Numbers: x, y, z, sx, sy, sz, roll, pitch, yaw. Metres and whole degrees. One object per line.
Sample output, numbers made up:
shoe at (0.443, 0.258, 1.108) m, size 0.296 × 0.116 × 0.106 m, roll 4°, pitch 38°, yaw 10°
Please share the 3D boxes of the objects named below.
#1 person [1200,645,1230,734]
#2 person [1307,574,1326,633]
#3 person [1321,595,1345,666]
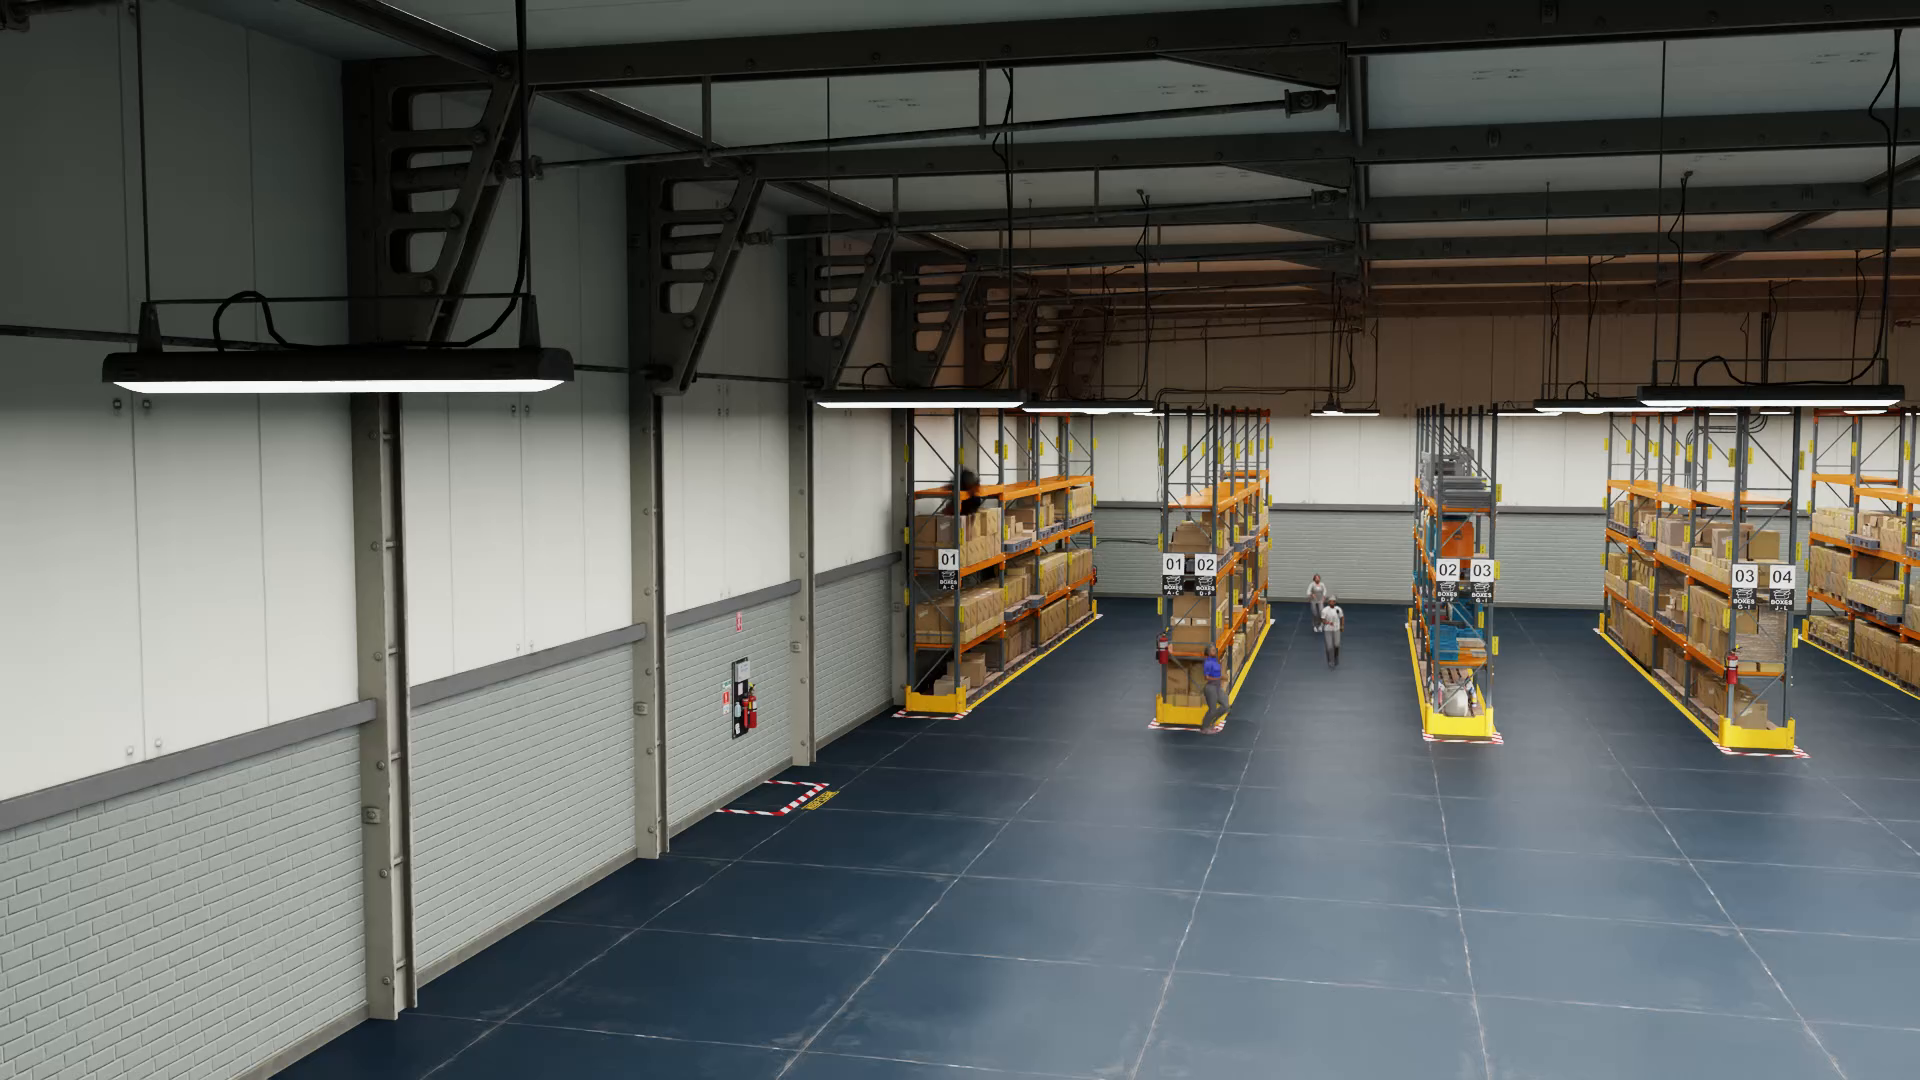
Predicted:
person at (4.586, 2.684, 29.747) m, size 0.582 × 1.619 × 0.562 m, roll 3°, pitch 5°, yaw 31°
person at (9.538, 1.693, 44.443) m, size 0.530 × 1.582 × 0.641 m, roll 0°, pitch 4°, yaw 5°
person at (8.589, 2.092, 38.281) m, size 0.552 × 1.663 × 0.628 m, roll 1°, pitch 4°, yaw 8°
